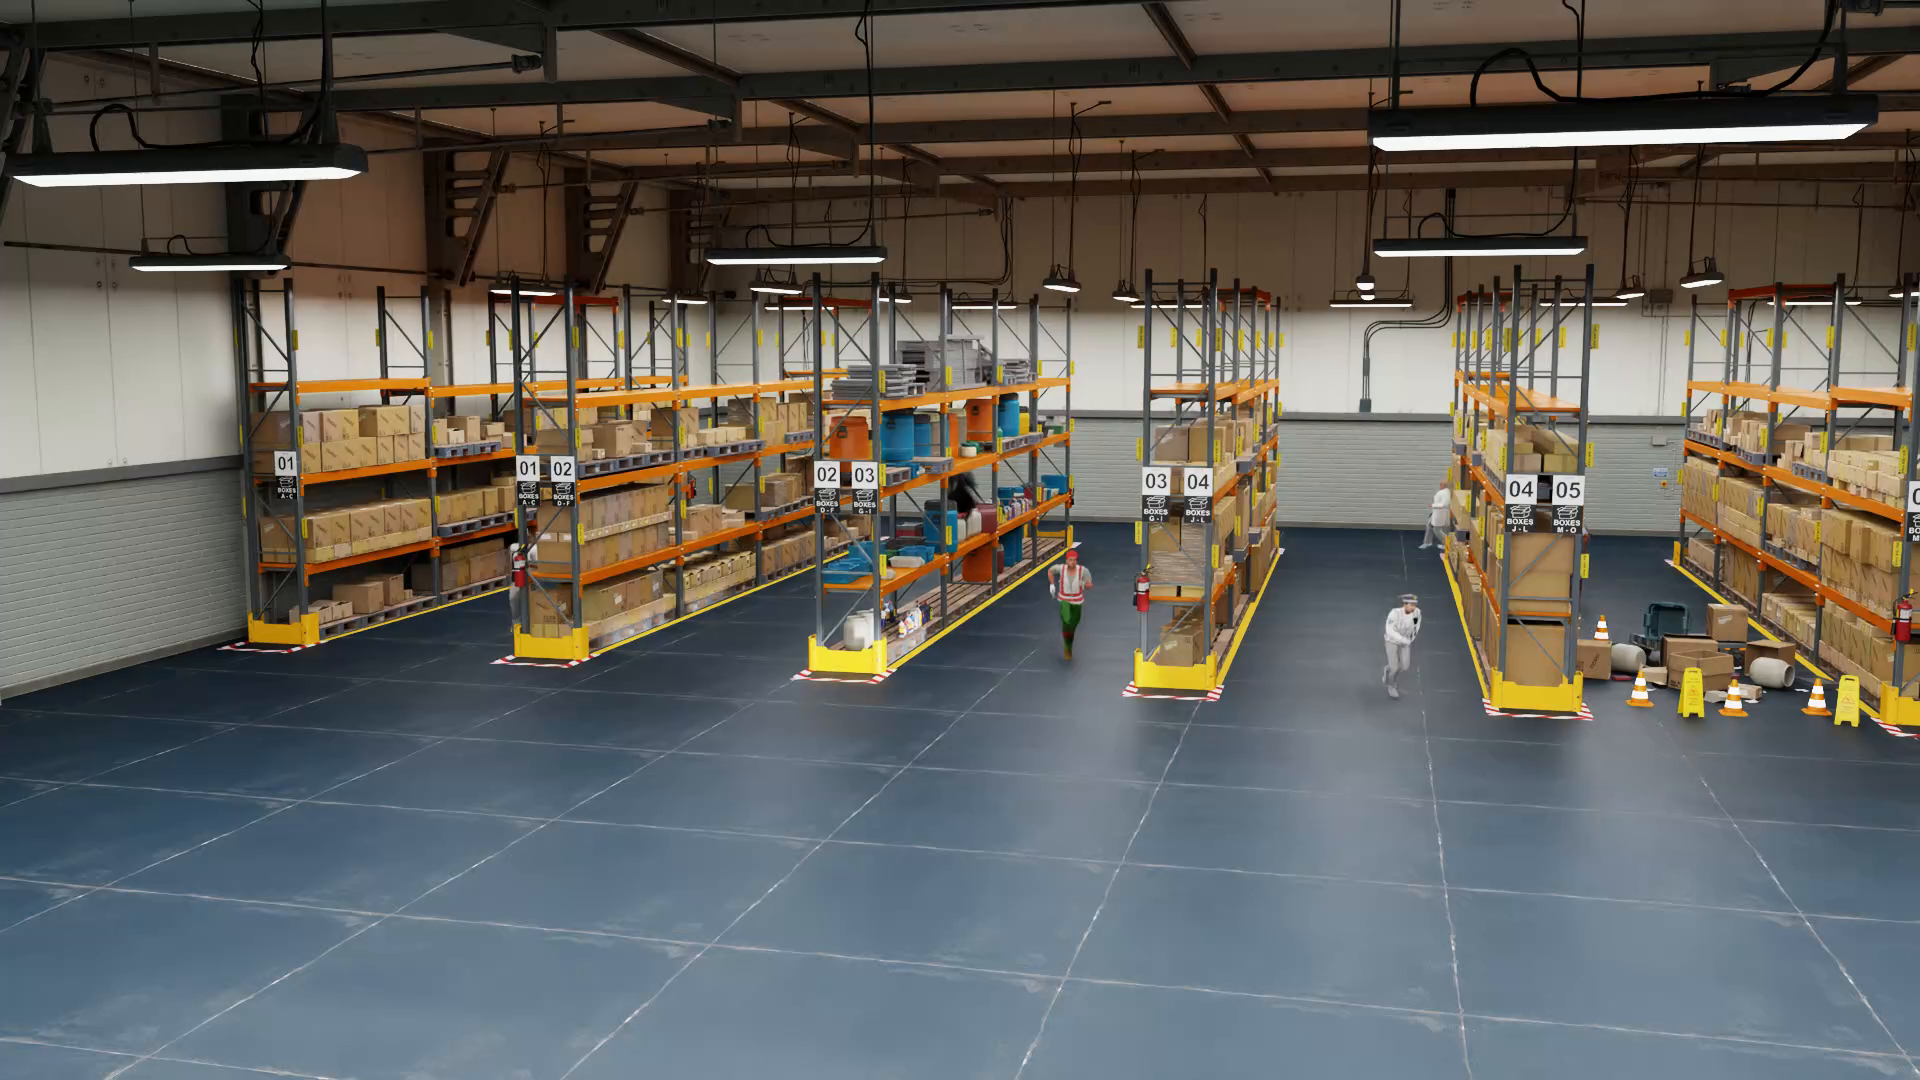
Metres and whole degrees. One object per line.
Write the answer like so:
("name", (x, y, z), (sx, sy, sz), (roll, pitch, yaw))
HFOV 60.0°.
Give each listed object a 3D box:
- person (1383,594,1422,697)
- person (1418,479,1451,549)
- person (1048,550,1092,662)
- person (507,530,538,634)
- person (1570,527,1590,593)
("person", (6.230, 1.475, 23.376), (0.621, 1.518, 0.766), (-2, 7, -13))
("person", (11.336, -0.586, 39.581), (0.811, 1.761, 0.815), (2, 7, 16))
("person", (1.734, 1.005, 26.137), (0.646, 1.758, 0.937), (-1, 7, -7))
("person", (-7.541, 0.690, 28.751), (0.674, 1.832, 0.785), (1, 7, 6))
("person", (12.115, 0.242, 32.966), (0.584, 1.619, 0.629), (1, 7, 9))
